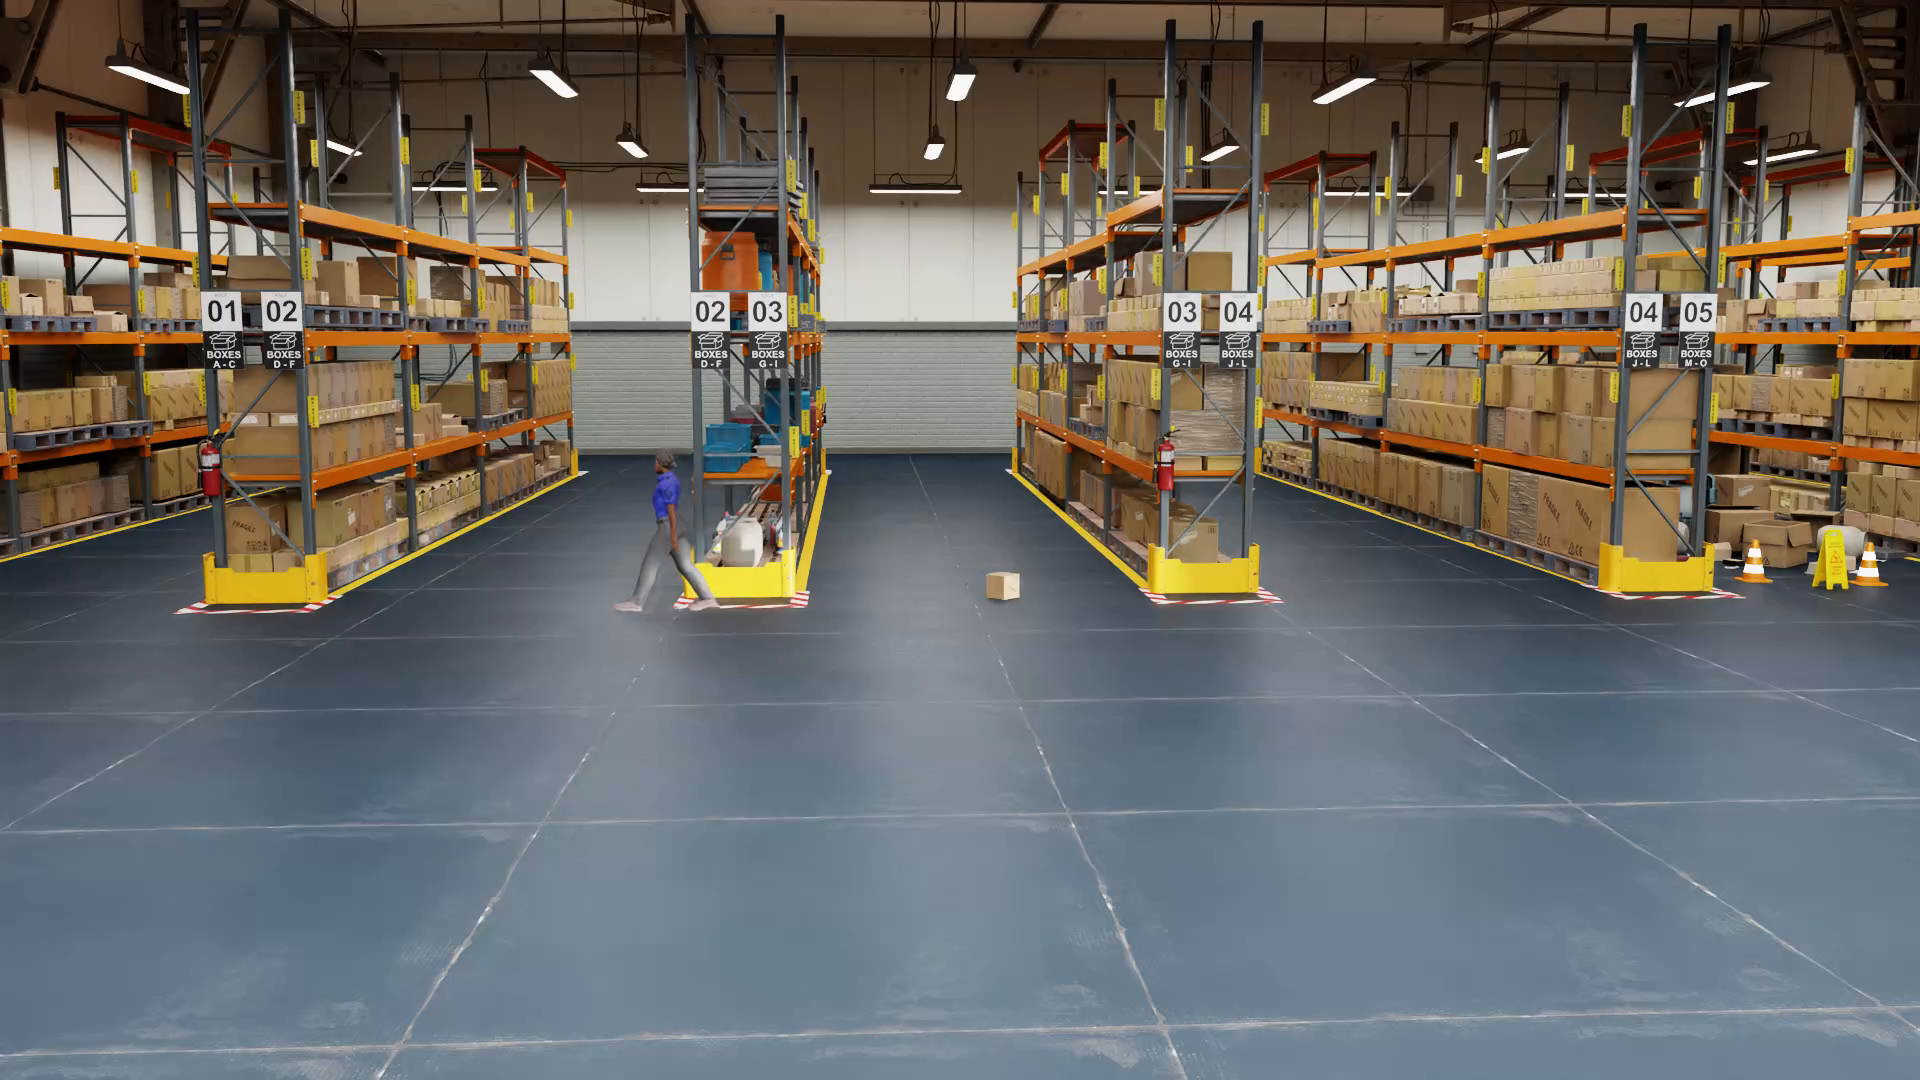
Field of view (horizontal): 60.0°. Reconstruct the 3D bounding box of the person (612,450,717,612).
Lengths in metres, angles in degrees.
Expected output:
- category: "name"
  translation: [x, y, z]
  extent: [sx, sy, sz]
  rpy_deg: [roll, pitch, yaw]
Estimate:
- category: "person"
  translation: [-2.929, -0.091, 16.463]
  extent: [1.006, 1.592, 0.527]
  rpy_deg: [0, 7, 4]
